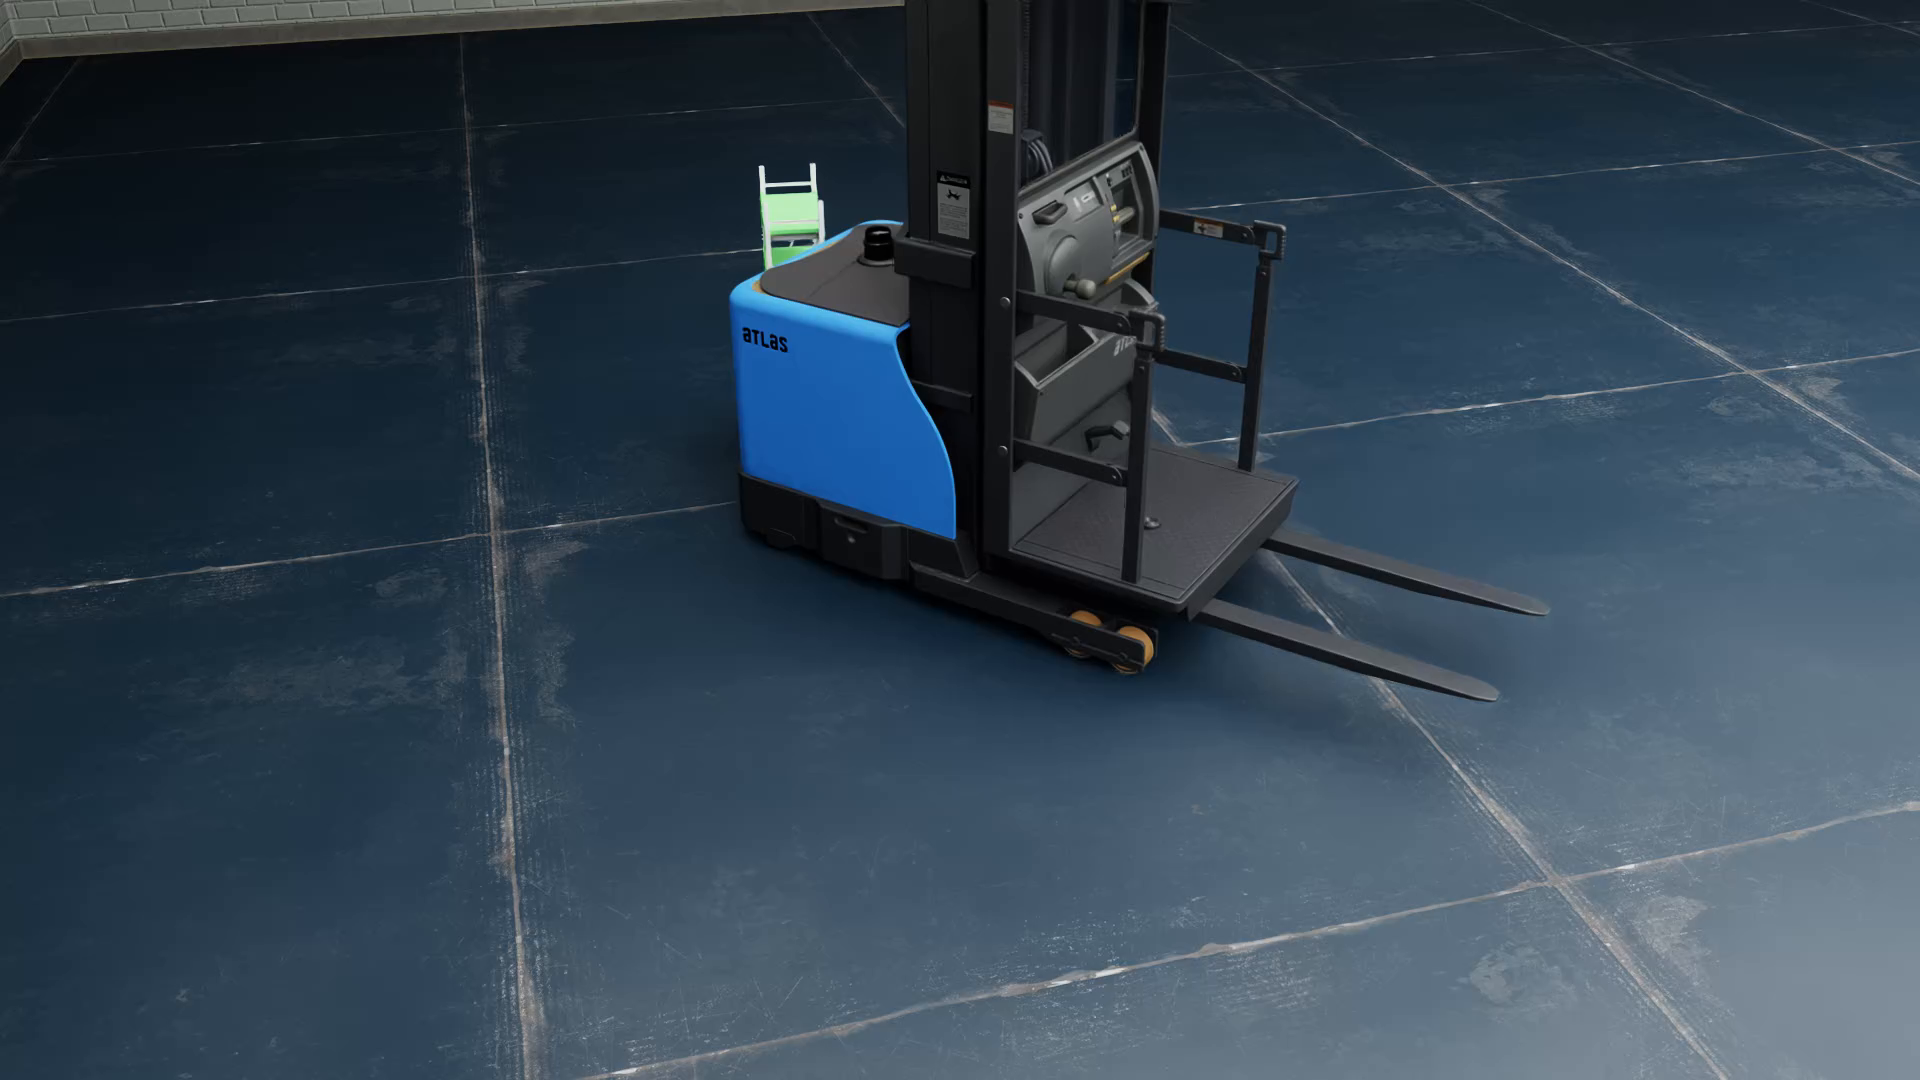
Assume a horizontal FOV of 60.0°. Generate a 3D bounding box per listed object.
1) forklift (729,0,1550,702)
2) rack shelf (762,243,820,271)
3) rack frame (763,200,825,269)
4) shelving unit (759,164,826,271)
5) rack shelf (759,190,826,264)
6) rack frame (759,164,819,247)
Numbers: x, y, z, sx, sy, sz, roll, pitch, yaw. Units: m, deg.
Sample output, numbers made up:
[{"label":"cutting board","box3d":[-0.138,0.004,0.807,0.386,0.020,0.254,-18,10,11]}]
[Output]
[{"label":"forklift","box3d":[0.632,-1.096,5.718,3.031,2.935,1.130,17,34,27]},{"label":"rack shelf","box3d":[-0.707,-1.118,7.132,0.258,0.148,0.480,-4,30,-7]},{"label":"rack frame","box3d":[-0.673,-0.844,7.011,0.240,1.200,0.015,-4,30,-7]},{"label":"shelving unit","box3d":[-0.707,-0.965,7.220,0.258,1.200,0.503,-4,30,-7]},{"label":"rack shelf","box3d":[-0.707,-1.325,7.012,0.258,0.148,0.480,-4,30,-7]},{"label":"rack frame","box3d":[-0.741,-1.086,7.429,0.240,1.200,0.015,-4,30,-7]}]
